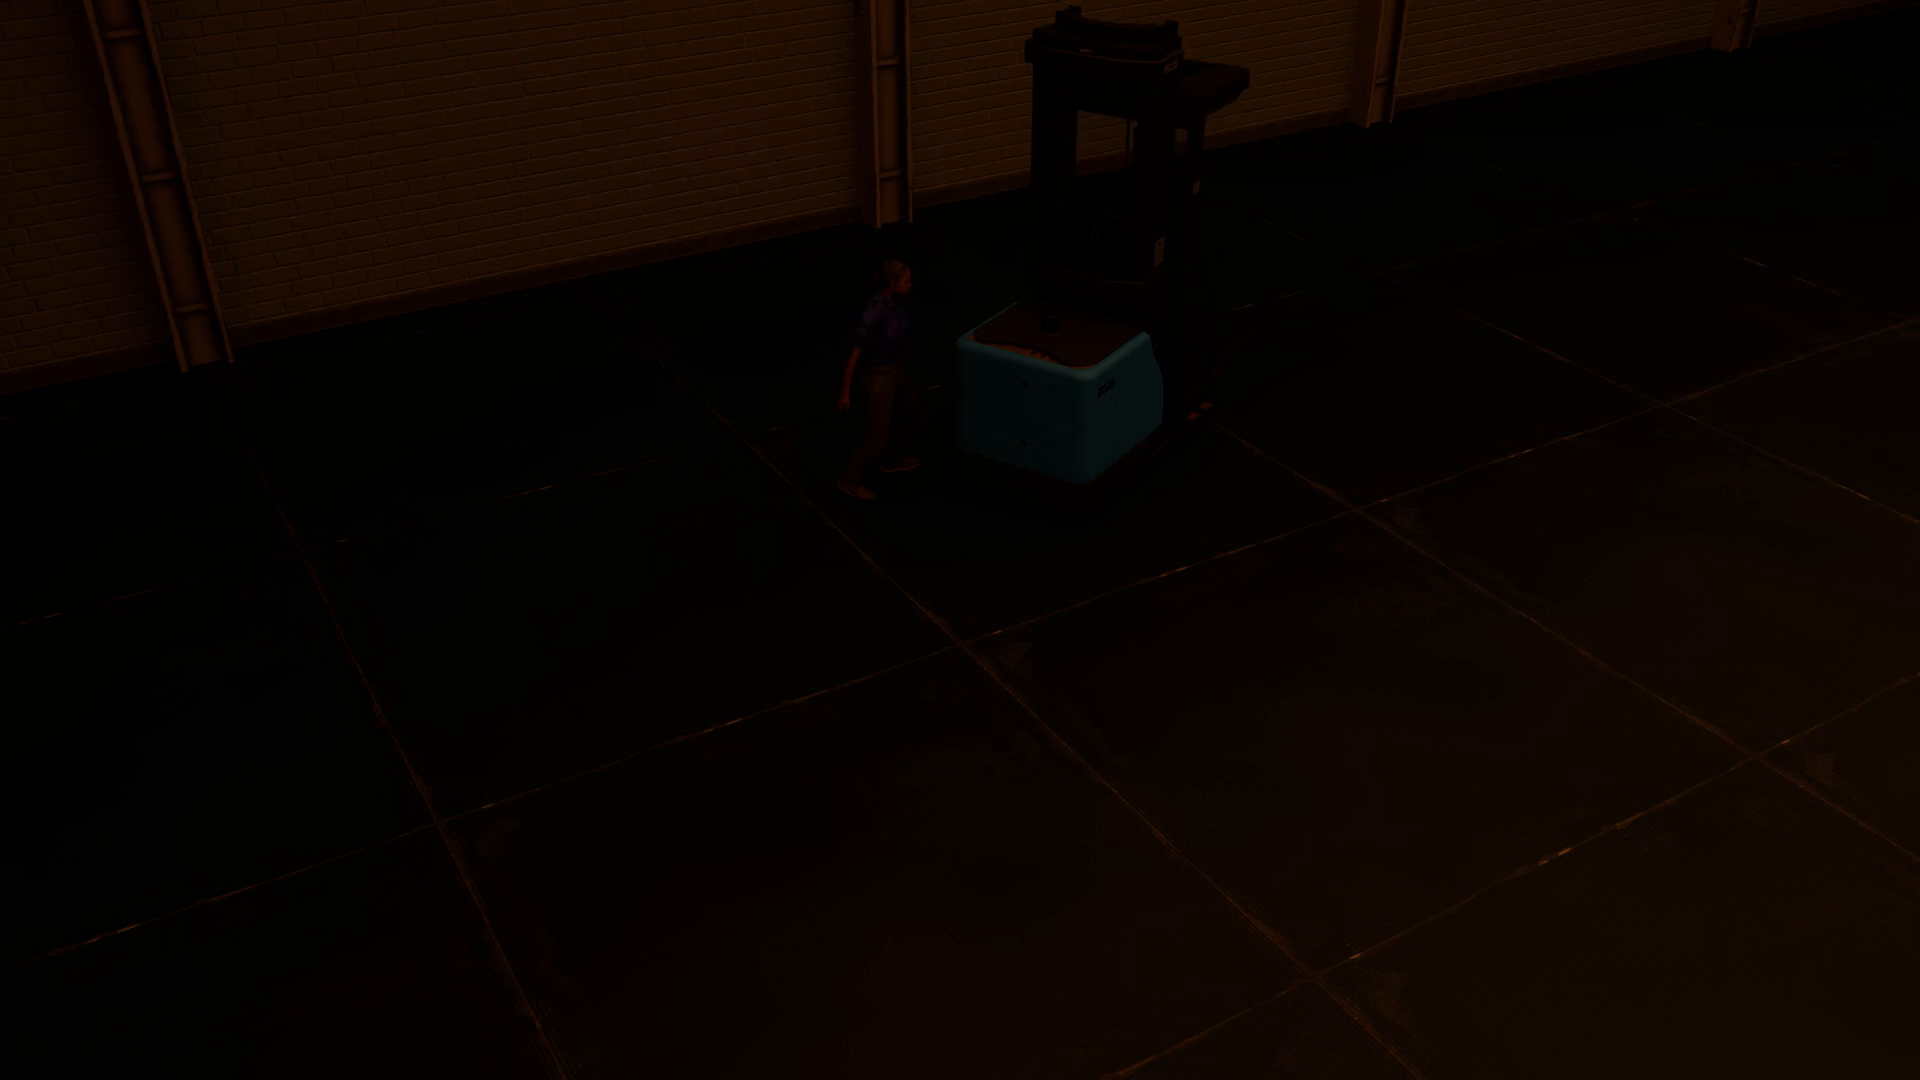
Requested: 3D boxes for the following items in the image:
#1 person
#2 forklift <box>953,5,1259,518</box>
[{"bbox_3d":[-0.546,-1.024,10.704,0.446,1.634,0.815,15,34,23],"label":"person"},{"bbox_3d":[1.182,-2.110,11.171,1.130,2.935,3.031,19,36,28],"label":"forklift"}]
